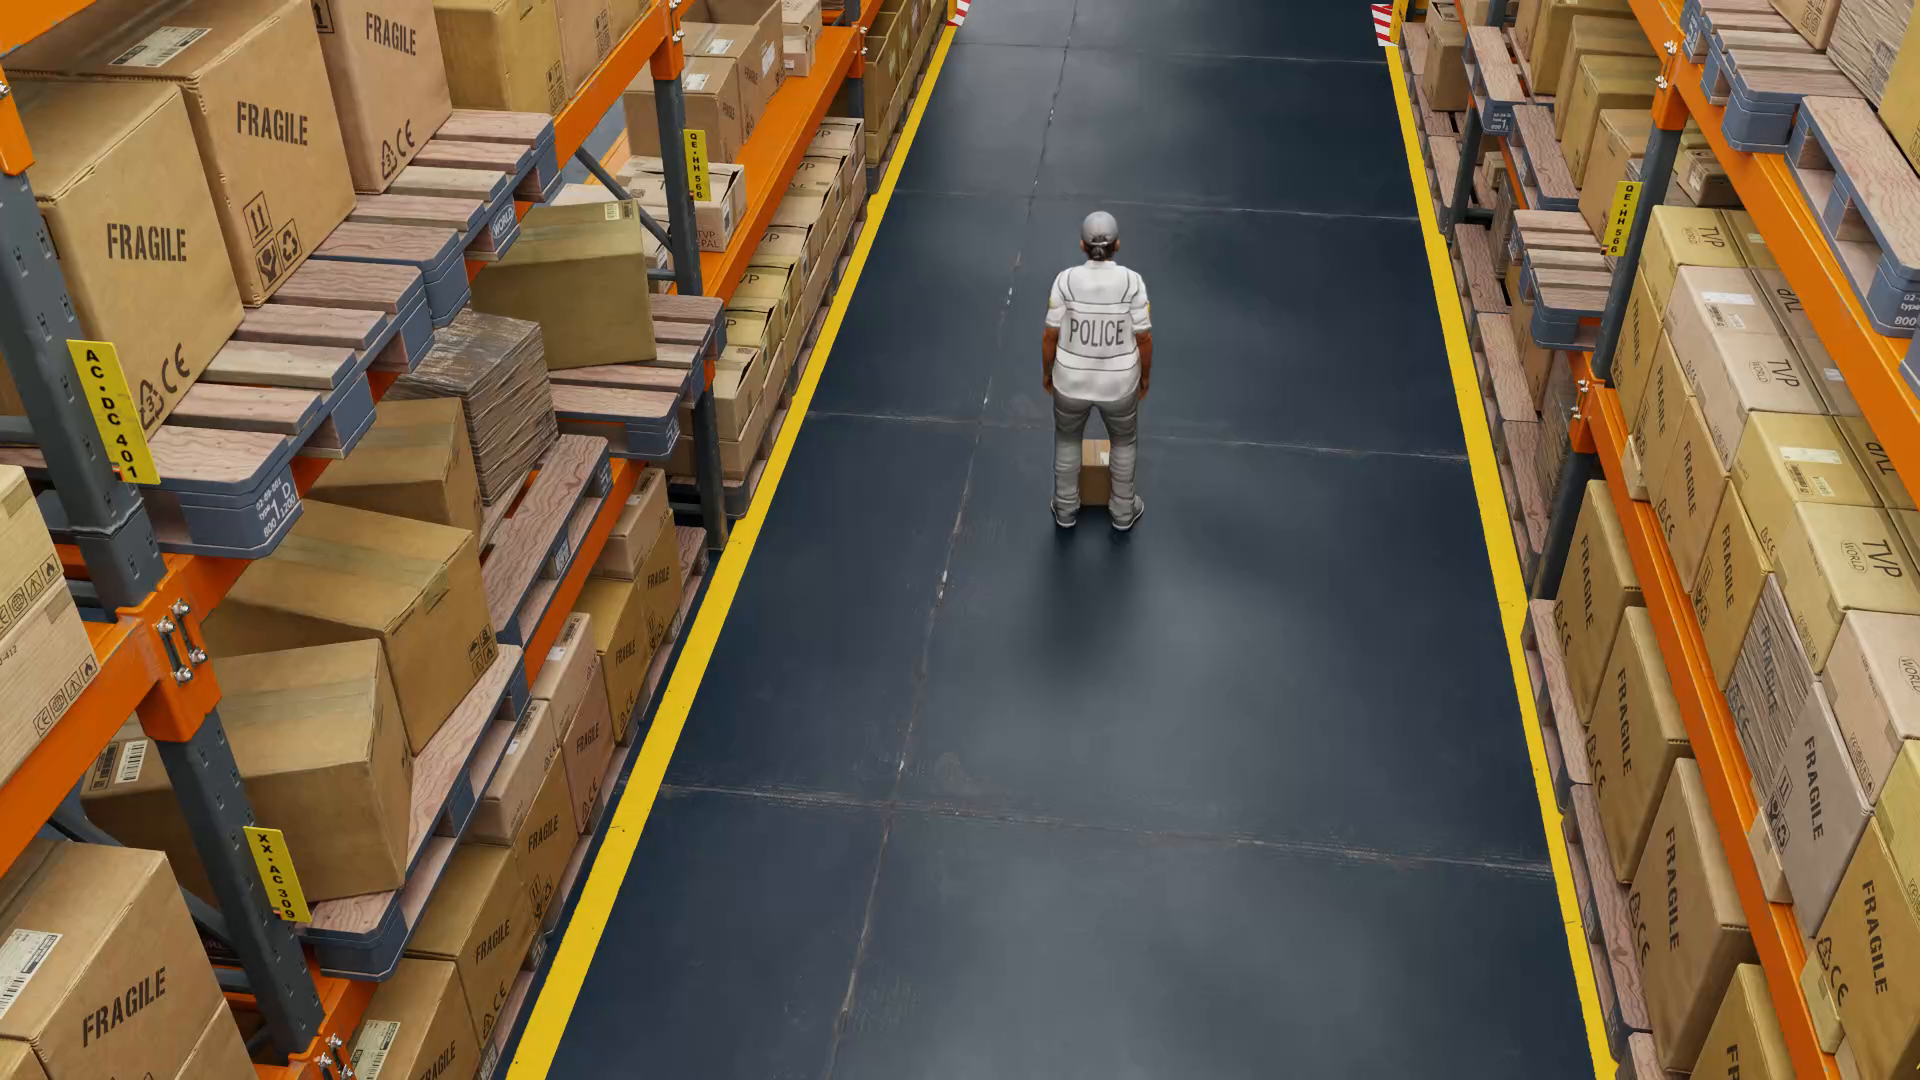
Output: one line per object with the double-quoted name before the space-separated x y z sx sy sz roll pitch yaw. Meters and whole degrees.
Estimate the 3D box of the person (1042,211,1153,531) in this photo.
"person" 0.673 -0.797 8.116 0.547 1.666 0.473 4 37 5
